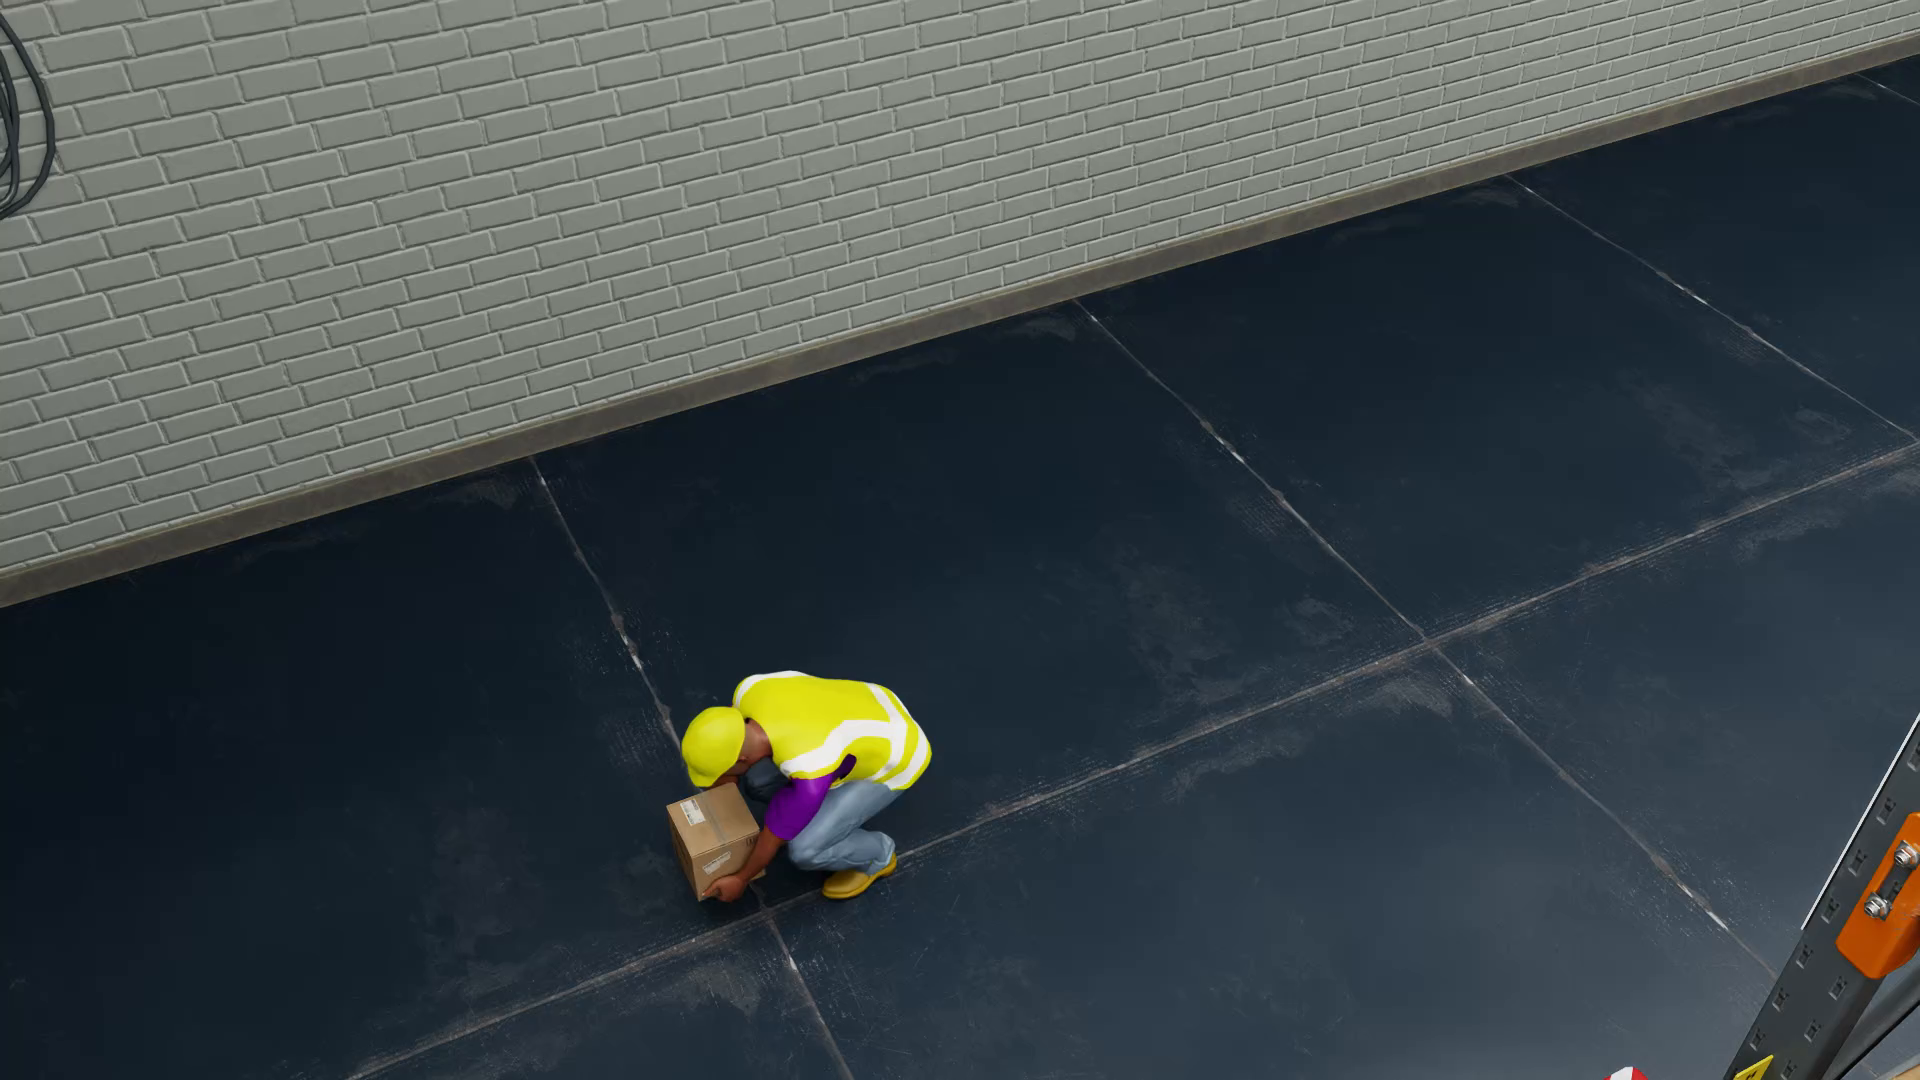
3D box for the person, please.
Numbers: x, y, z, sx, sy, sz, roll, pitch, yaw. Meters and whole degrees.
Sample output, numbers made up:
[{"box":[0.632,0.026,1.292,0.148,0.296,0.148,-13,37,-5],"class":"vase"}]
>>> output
[{"box":[-0.537,0.830,5.769,0.903,1.011,0.528,-20,45,-21],"class":"person"}]
